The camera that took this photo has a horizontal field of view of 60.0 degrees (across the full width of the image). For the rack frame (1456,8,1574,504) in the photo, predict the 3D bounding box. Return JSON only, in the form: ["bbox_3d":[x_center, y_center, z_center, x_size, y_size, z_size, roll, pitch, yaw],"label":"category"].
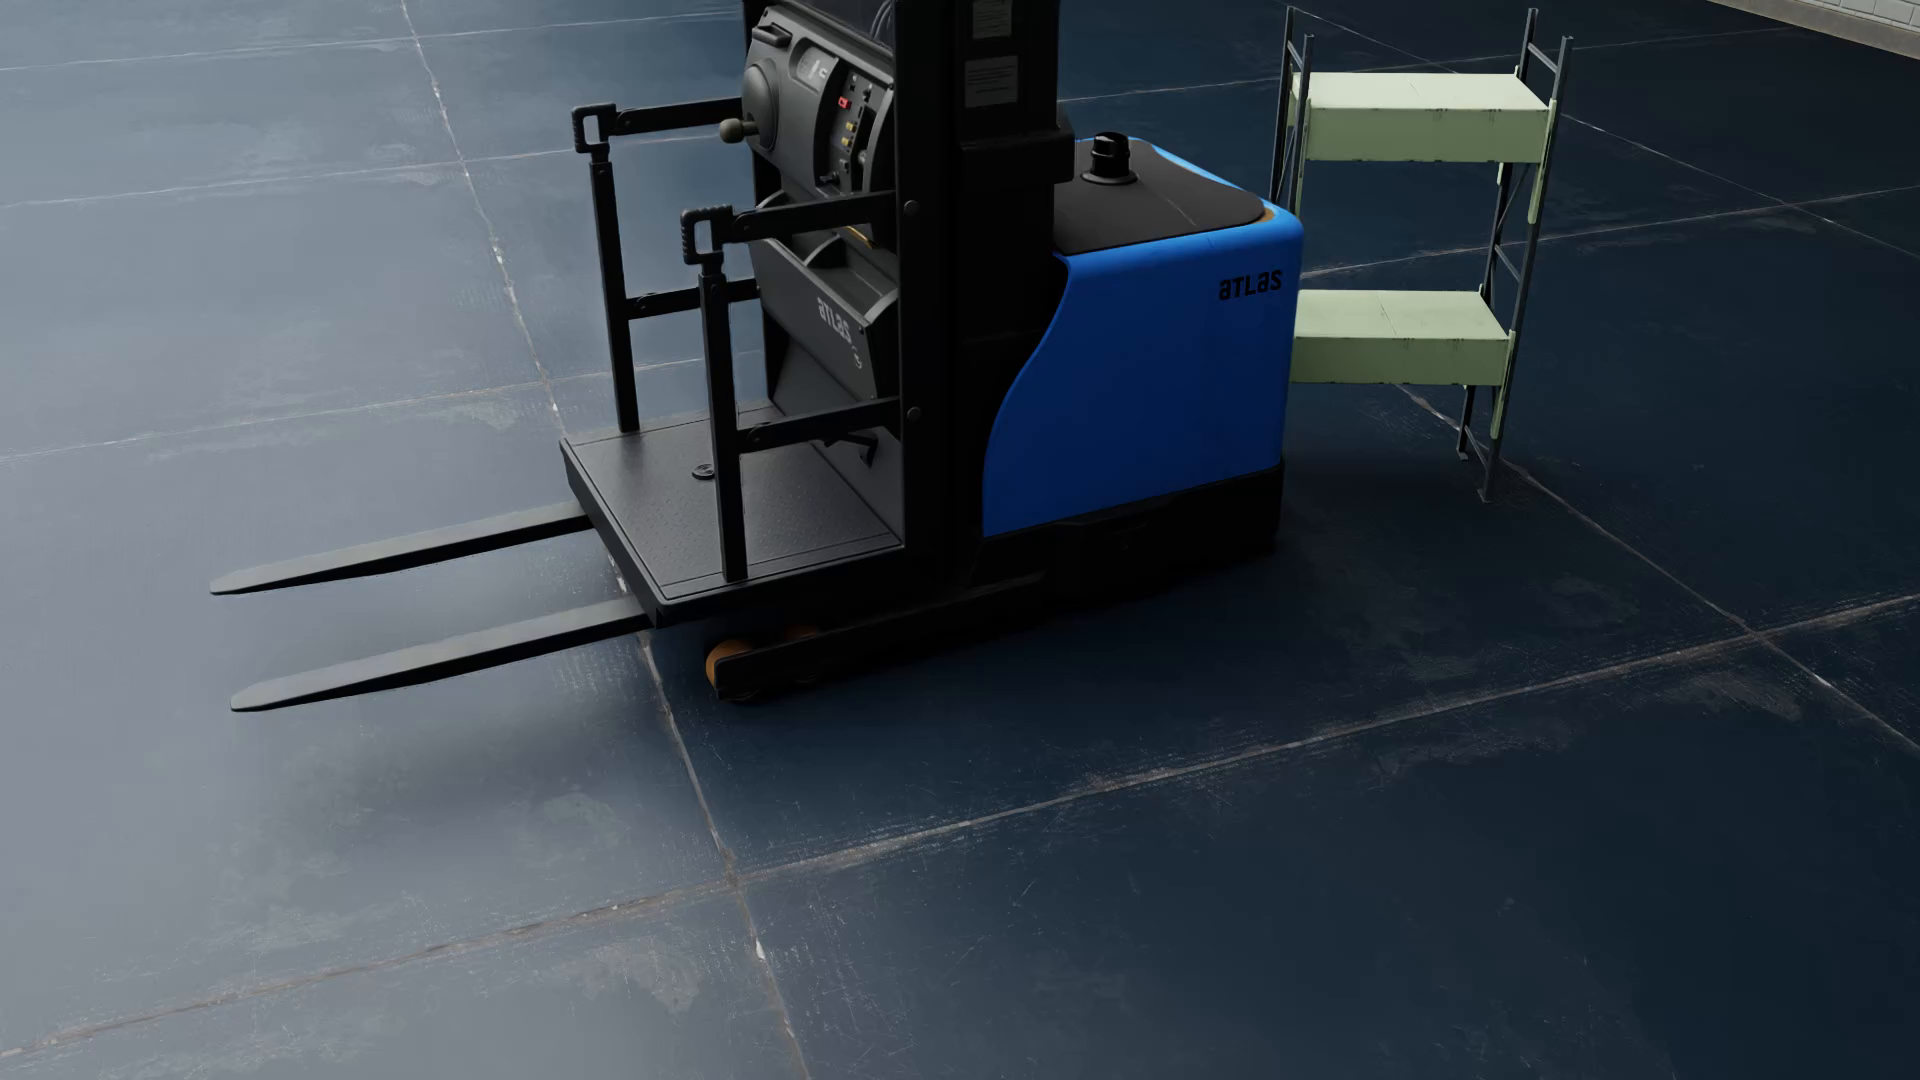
[{"bbox_3d":[1.736,-0.869,5.260,0.023,1.500,0.400,1,30,2],"label":"rack frame"}]

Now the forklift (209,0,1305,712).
[{"bbox_3d":[-0.565,-1.138,4.287,3.031,2.935,1.130,-14,32,-22],"label":"forklift"}]

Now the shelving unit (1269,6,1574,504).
[{"bbox_3d":[1.370,-0.874,5.270,0.755,1.500,0.431,1,30,2],"label":"shelving unit"}]

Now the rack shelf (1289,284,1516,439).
[{"bbox_3d":[1.370,-0.591,5.431,0.720,0.370,0.431,1,30,2],"label":"rack shelf"}]

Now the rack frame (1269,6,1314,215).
[{"bbox_3d":[1.005,-0.880,5.280,0.023,1.500,0.400,1,30,2],"label":"rack frame"}]

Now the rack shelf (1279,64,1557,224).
[{"bbox_3d":[1.370,-1.213,5.077,0.720,0.370,0.431,1,30,2],"label":"rack shelf"}]
